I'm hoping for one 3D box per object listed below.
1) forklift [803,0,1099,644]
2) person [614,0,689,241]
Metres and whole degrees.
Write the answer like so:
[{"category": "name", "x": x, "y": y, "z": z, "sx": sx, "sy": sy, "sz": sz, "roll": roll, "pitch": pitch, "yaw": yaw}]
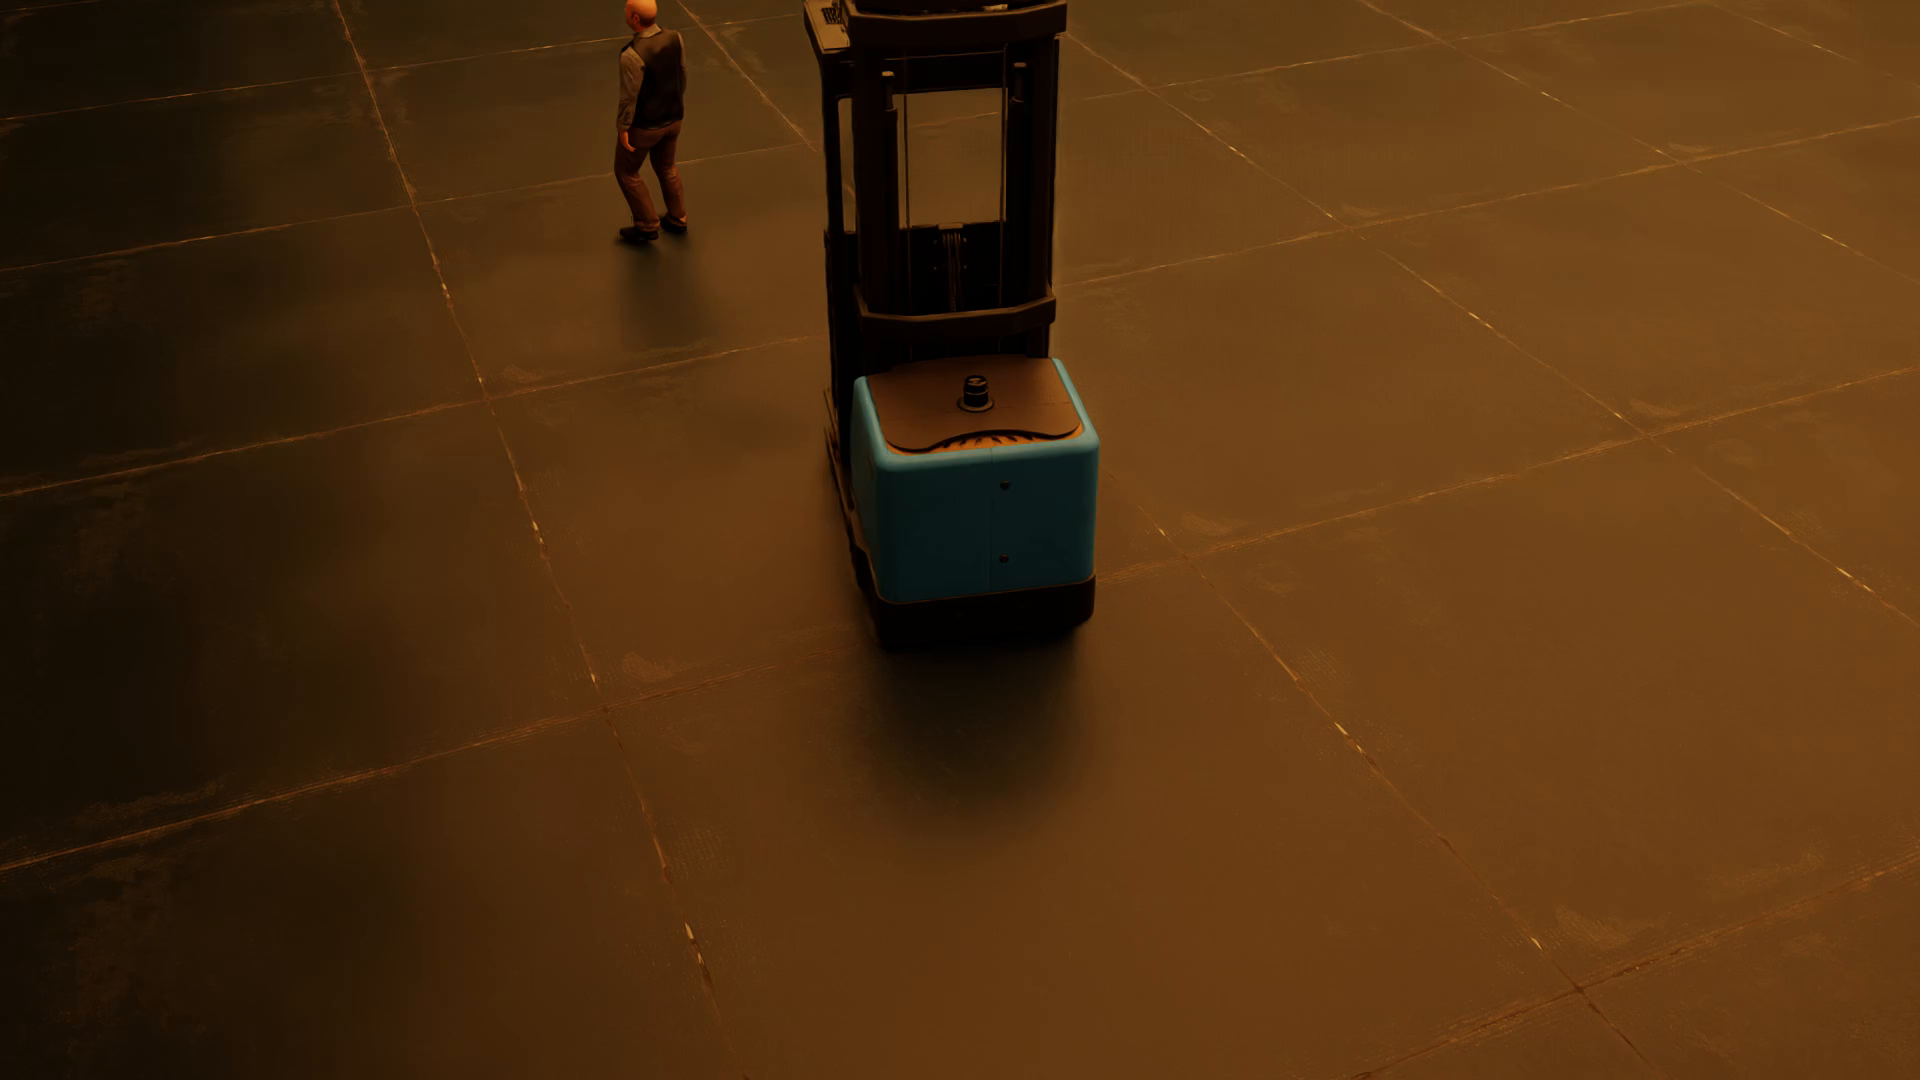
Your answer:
[{"category": "forklift", "x": -0.138, "y": -1.553, "z": 8.283, "sx": 1.130, "sy": 2.935, "sz": 3.031, "roll": -6, "pitch": 36, "yaw": -9}, {"category": "person", "x": -2.078, "y": -2.797, "z": 11.076, "sx": 0.491, "sy": 1.722, "sz": 0.616, "roll": 22, "pitch": 41, "yaw": 28}]
